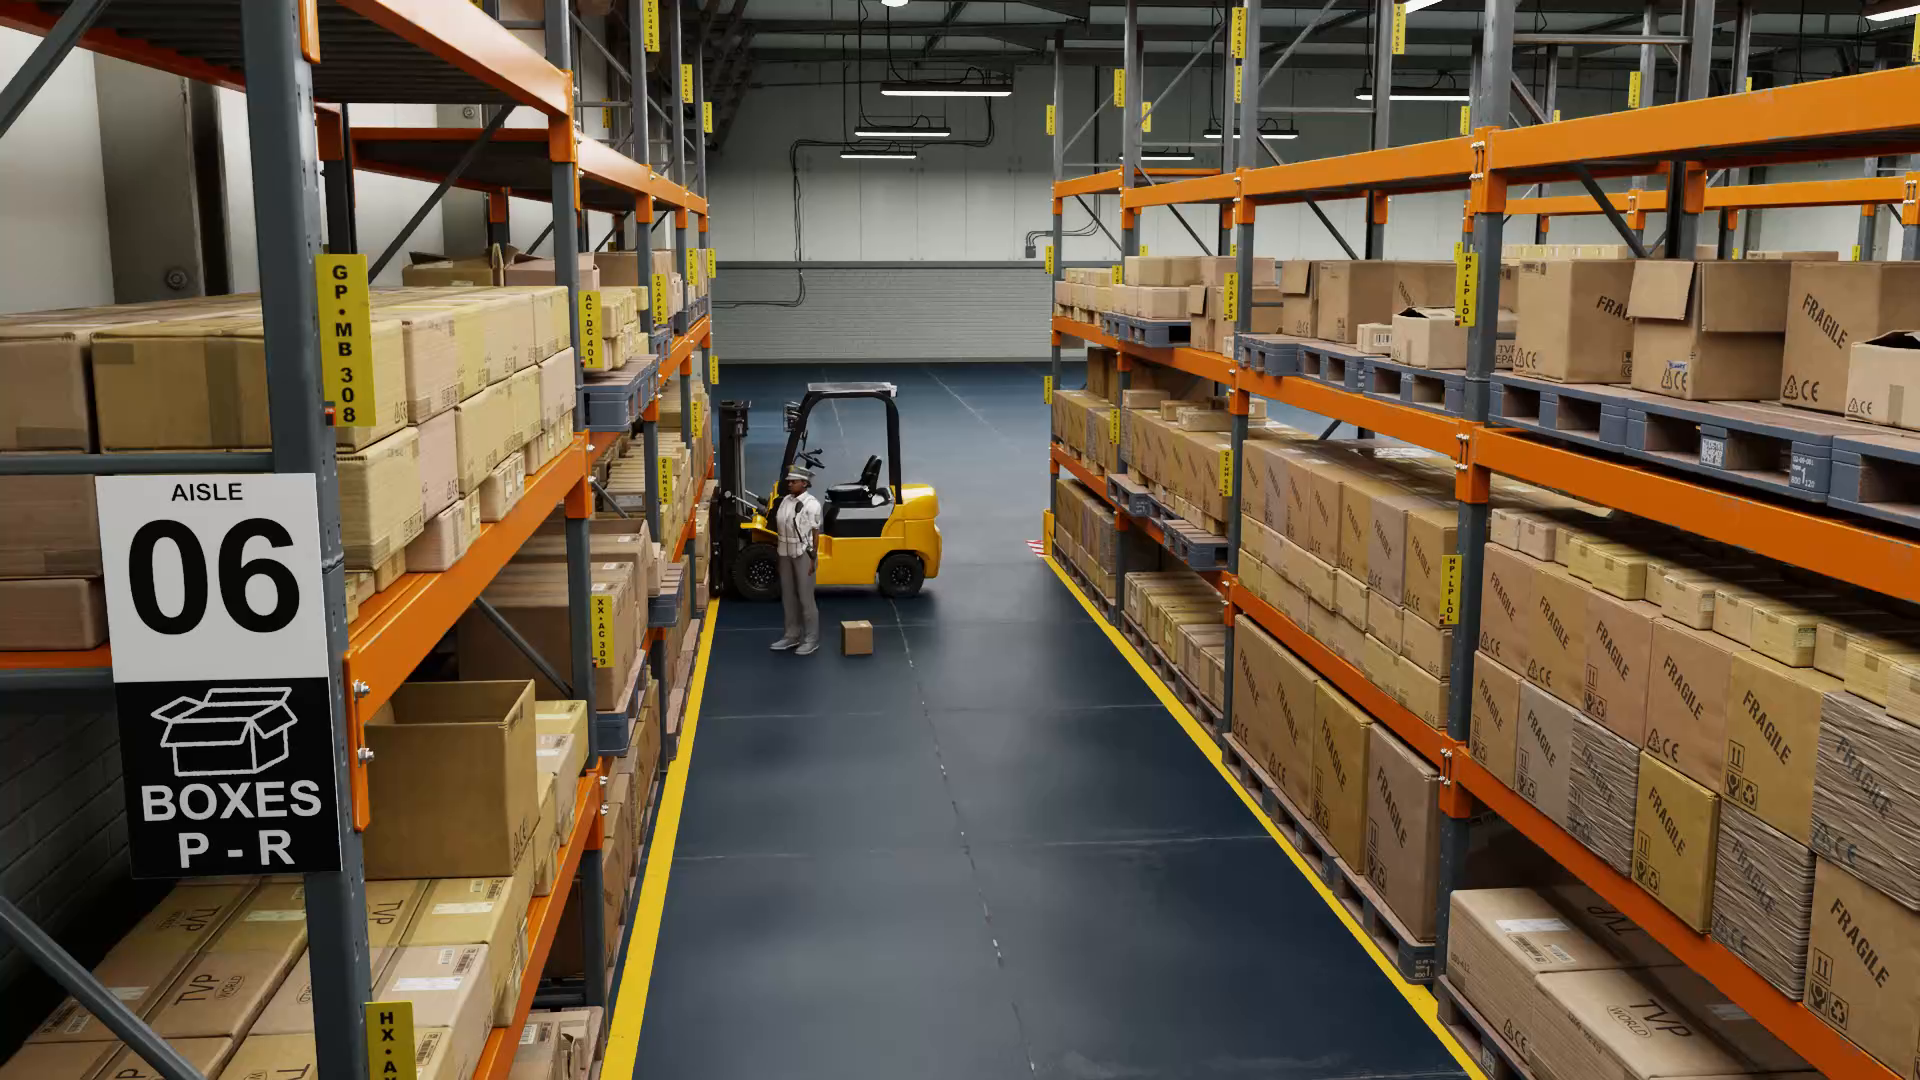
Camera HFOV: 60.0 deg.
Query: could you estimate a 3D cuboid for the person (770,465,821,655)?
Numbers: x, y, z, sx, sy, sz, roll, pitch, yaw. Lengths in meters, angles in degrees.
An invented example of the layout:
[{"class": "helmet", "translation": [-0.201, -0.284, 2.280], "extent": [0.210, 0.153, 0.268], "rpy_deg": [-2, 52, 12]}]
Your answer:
[{"class": "person", "translation": [-1.464, 0.164, 14.910], "extent": [0.435, 1.693, 0.361], "rpy_deg": [8, 13, 37]}]
